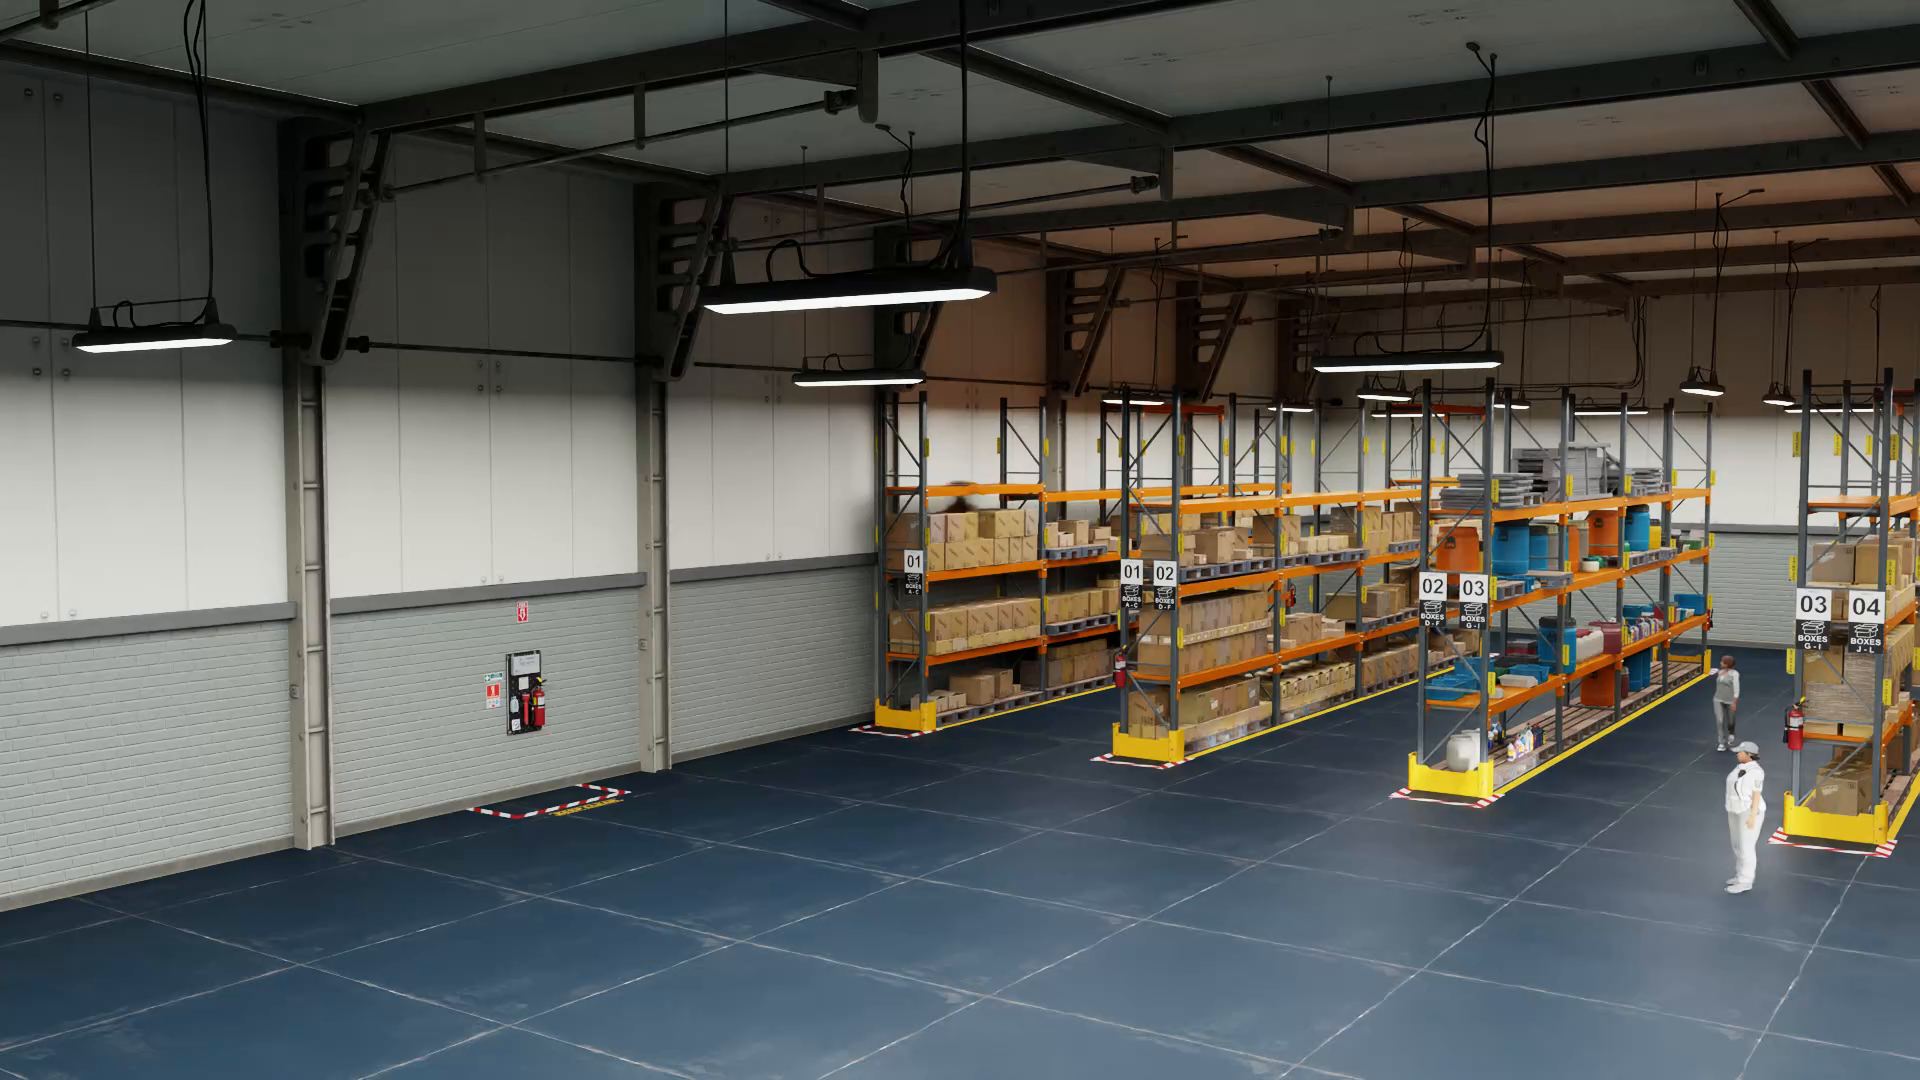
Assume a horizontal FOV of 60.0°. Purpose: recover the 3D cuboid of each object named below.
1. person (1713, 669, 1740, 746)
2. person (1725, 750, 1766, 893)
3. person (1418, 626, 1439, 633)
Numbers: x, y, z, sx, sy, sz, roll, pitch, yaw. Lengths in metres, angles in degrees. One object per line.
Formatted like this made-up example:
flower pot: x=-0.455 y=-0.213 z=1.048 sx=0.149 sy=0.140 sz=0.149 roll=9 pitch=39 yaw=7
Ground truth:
person: x=12.691 y=2.760 z=27.548 sx=0.387 sy=1.276 sz=0.585 roll=2 pitch=4 yaw=27
person: x=8.866 y=3.129 z=18.922 sx=0.535 sy=1.647 sz=0.481 roll=-1 pitch=3 yaw=-16
person: x=11.735 y=1.987 z=41.703 sx=0.480 sy=1.396 sz=1.024 roll=2 pitch=4 yaw=30
